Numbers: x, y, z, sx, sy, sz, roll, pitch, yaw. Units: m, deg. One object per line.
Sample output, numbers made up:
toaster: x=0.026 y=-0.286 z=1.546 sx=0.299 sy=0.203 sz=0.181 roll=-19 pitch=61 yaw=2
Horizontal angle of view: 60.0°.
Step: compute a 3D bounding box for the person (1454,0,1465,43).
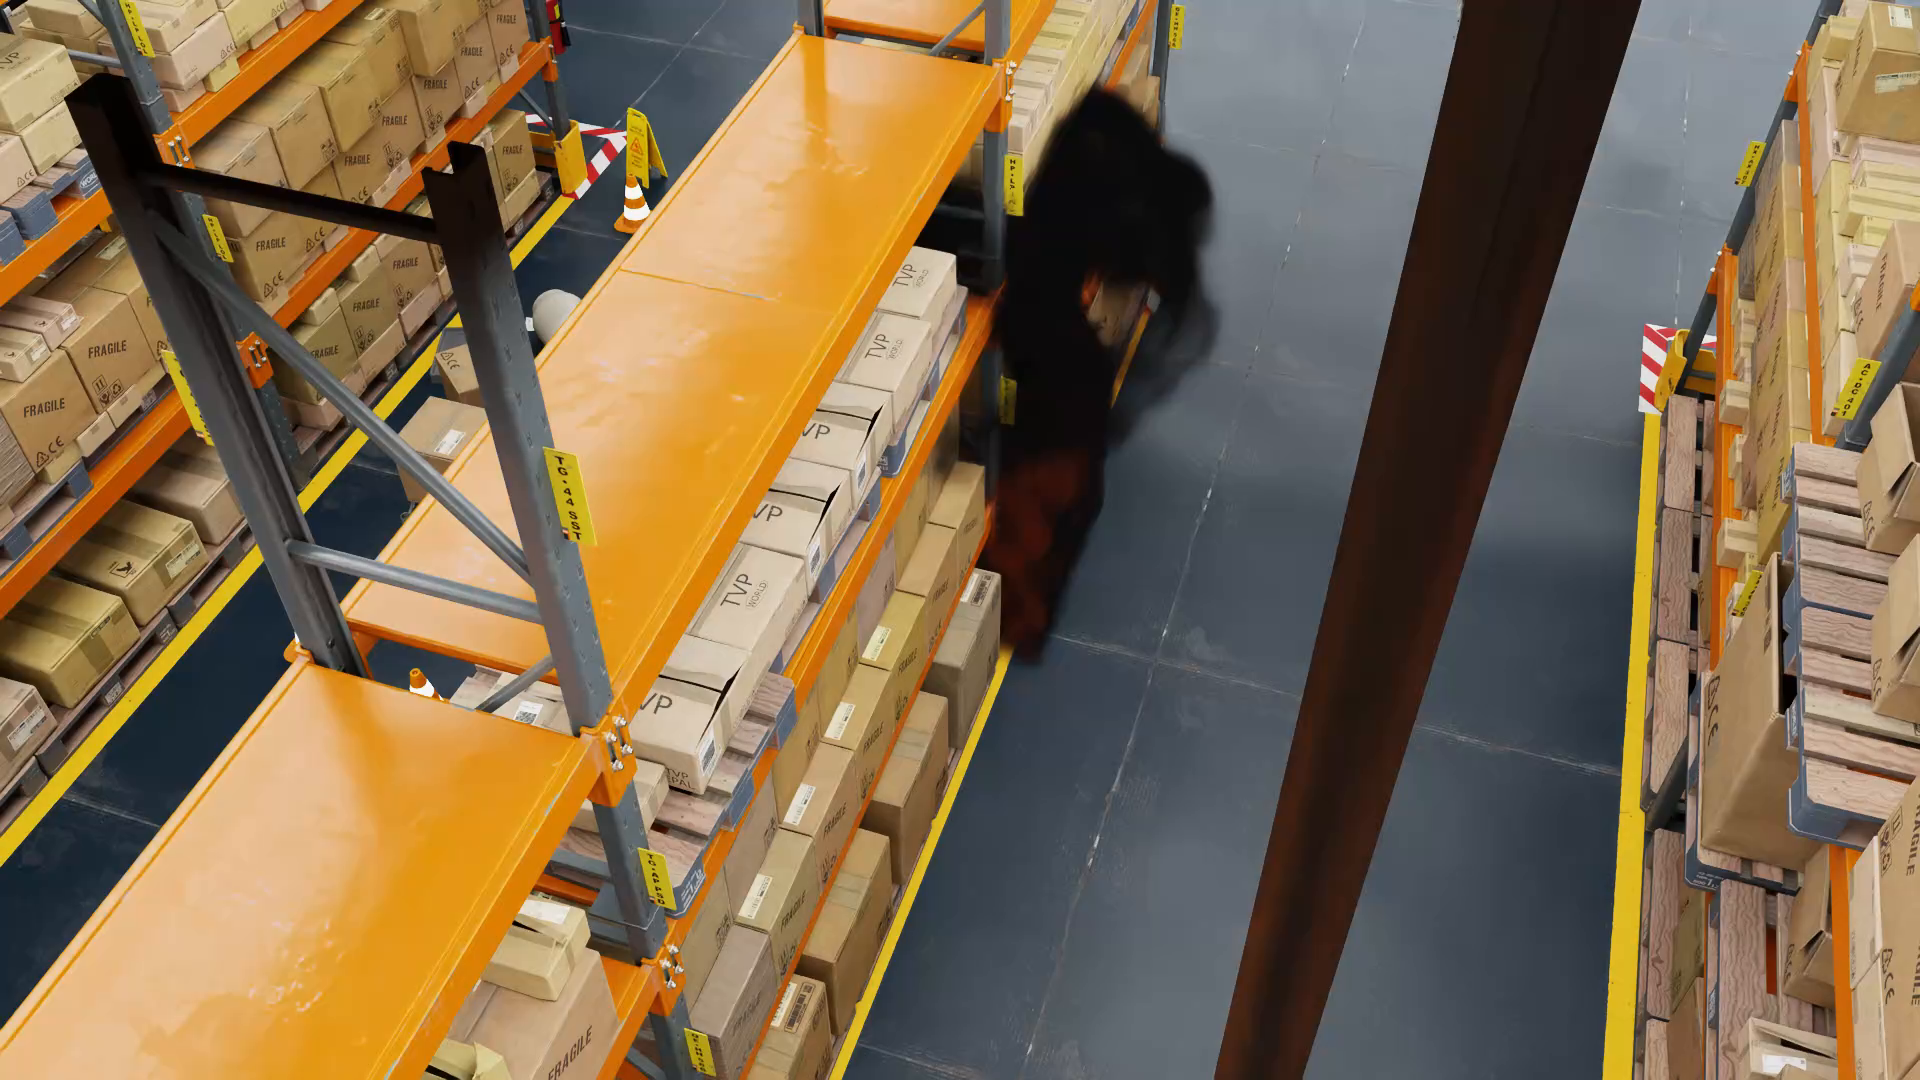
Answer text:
person: x=4.684 y=-5.184 z=15.015 sx=0.643 sy=1.639 sz=0.750 roll=-22 pitch=50 yaw=-20
